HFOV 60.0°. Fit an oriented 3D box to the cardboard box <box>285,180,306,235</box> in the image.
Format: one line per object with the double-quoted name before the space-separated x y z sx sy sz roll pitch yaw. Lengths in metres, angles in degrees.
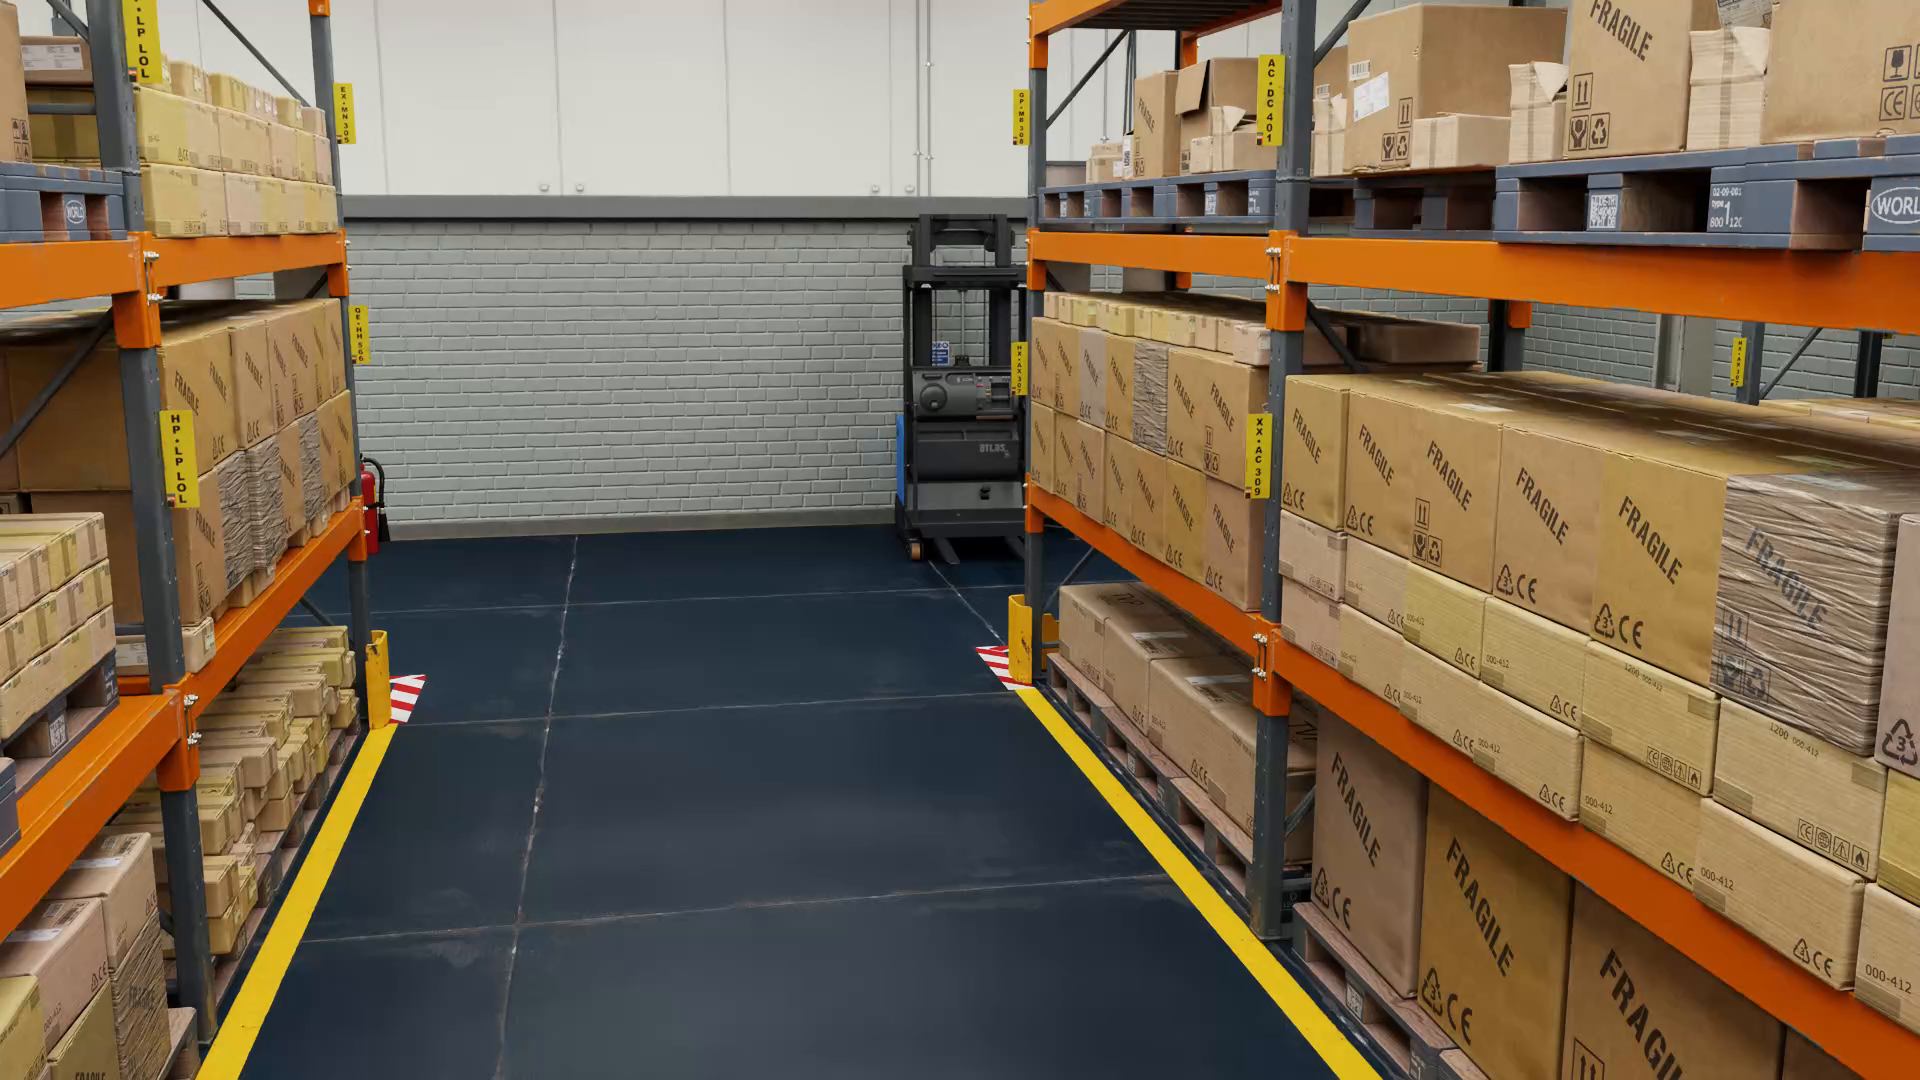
"cardboard box" -3.385 -1.554 7.772 0.500 0.250 0.500 -2 11 -9

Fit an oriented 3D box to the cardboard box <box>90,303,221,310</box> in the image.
"cardboard box" -3.992 -0.915 8.298 0.500 0.500 0.500 -2 11 -9

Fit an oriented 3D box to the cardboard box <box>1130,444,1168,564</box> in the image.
"cardboard box" 1.132 -0.189 7.951 0.500 0.500 0.500 -2 11 -12

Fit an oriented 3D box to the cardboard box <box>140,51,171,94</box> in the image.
"cardboard box" -2.984 -1.634 5.788 0.380 0.149 0.250 -3 11 -13

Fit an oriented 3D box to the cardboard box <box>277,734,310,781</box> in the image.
"cardboard box" -3.212 1.008 7.635 0.380 0.149 0.250 -2 11 -10

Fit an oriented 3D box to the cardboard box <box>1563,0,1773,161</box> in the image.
"cardboard box" 1.842 -1.186 4.045 0.500 0.500 0.500 -2 11 -10

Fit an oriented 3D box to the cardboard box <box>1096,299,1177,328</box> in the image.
"cardboard box" 0.941 -1.204 8.877 0.380 0.149 0.250 -2 11 -10

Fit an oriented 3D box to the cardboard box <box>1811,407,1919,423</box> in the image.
"cardboard box" 5.703 -0.680 10.404 0.500 0.250 0.500 -2 11 -10

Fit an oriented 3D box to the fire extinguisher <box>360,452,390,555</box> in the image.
"fire extinguisher" -3.519 -0.255 9.770 0.296 0.674 0.183 -2 11 -11

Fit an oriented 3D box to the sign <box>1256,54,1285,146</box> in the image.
"sign" 1.147 -1.624 6.142 0.100 0.325 0.005 -2 11 -11

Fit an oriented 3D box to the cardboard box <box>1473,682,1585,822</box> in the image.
"cardboard box" 1.792 0.568 4.647 0.500 0.250 0.500 -2 11 -12

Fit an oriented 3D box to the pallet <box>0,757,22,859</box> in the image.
"pallet" -2.792 0.787 3.606 1.003 0.211 1.213 -2 11 -11

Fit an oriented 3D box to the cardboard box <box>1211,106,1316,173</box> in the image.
"cardboard box" 1.253 -1.646 6.824 0.396 0.266 0.258 -2 11 -9

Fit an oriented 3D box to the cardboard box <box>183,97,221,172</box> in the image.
"cardboard box" -3.095 -1.513 6.220 0.500 0.250 0.500 -2 11 -11

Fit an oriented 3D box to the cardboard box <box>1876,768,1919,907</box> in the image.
"cardboard box" 2.125 0.604 3.117 0.500 0.250 0.500 -2 11 -11

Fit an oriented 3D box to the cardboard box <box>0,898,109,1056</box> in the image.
"cardboard box" -2.665 1.196 4.500 0.500 0.250 0.500 -2 11 -8

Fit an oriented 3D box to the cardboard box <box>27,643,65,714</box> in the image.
"cardboard box" -2.776 0.397 4.691 0.380 0.149 0.250 -2 11 -11

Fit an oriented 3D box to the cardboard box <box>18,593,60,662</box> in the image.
"cardboard box" -2.776 0.251 4.660 0.380 0.149 0.250 -2 11 -9

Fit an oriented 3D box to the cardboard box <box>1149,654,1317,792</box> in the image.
"cardboard box" 1.499 0.891 8.274 0.875 0.438 0.875 -2 11 -13

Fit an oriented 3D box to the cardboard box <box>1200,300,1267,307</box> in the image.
"cardboard box" 1.481 -1.180 8.750 0.380 0.149 0.250 -2 11 -10

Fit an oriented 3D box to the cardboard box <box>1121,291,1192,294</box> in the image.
"cardboard box" 1.179 -1.412 9.969 0.380 0.149 0.250 -2 11 -10

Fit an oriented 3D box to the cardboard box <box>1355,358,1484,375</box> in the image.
"cardboard box" 1.836 -0.514 6.988 0.500 0.500 0.500 -2 11 -11

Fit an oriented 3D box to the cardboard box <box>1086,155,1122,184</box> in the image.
"cardboard box" 0.899 -2.009 9.042 0.380 0.149 0.250 -2 11 -9

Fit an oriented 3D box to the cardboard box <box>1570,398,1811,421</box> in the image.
"cardboard box" 2.211 -0.157 5.111 0.500 0.500 0.500 -2 11 -9

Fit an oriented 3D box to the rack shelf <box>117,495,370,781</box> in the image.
"rack shelf" -3.534 0.307 7.537 1.077 0.370 4.000 -2 11 -11

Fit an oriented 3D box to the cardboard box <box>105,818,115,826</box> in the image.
"cardboard box" -3.605 1.175 6.759 0.380 0.149 0.250 -2 11 -10

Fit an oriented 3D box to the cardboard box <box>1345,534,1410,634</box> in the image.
"cardboard box" 1.629 0.136 5.578 0.500 0.250 0.500 -2 11 -10

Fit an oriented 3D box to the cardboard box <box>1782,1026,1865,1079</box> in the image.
"cardboard box" 2.416 1.564 3.572 0.875 0.875 0.875 -2 11 -12

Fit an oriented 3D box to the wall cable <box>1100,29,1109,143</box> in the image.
"wall cable" 0.268 -4.618 15.448 2.355 3.000 0.029 -2 11 -11

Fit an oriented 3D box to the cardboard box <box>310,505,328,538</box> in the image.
"cardboard box" -3.435 -0.102 8.434 0.380 0.149 0.250 -2 11 -9

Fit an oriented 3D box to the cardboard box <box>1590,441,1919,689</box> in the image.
"cardboard box" 1.914 0.045 4.050 0.500 0.500 0.500 -2 11 -11

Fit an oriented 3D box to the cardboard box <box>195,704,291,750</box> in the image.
"cardboard box" -3.288 0.864 7.597 0.380 0.149 0.250 -2 11 -11

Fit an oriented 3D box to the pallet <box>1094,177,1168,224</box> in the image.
"pallet" 1.308 -1.682 8.277 1.003 0.211 1.213 -2 11 -11

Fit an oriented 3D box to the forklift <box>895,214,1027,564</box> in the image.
"forklift" 0.076 -1.324 14.365 1.130 2.935 3.031 -1 11 -7

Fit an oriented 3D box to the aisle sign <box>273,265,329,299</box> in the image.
"aisle sign" -3.643 -1.714 9.282 0.394 0.787 0.004 -2 11 -11

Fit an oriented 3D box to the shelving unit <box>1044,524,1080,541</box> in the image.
"shelving unit" 1.162 -0.839 15.648 0.538 1.500 1.048 7 13 33

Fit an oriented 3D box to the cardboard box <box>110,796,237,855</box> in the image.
"cardboard box" -3.004 1.099 6.363 0.380 0.149 0.250 -2 11 -8

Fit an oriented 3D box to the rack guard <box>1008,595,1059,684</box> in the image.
"rack guard" 0.908 0.612 10.697 1.175 0.500 0.348 -2 11 -11

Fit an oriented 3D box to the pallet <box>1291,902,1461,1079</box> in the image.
"pallet" 1.915 1.631 6.118 1.003 0.211 1.213 -2 11 -11

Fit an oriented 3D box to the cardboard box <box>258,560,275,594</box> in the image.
"cardboard box" -3.183 0.140 7.161 0.380 0.149 0.250 -2 11 -8

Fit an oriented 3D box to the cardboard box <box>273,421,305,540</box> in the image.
"cardboard box" -3.293 -0.256 7.510 0.500 0.500 0.500 -2 11 -8

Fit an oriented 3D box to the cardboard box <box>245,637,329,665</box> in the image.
"cardboard box" -3.579 0.625 8.854 0.380 0.149 0.250 -2 11 -10

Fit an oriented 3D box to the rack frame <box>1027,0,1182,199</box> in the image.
"rack frame" 0.913 -3.559 9.879 1.000 3.000 0.127 -2 11 -11

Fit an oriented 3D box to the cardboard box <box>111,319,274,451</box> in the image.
"cardboard box" -3.177 -0.645 6.882 0.500 0.500 0.500 -2 11 -10

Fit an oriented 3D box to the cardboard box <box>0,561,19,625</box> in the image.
"cardboard box" -2.723 0.157 4.361 0.380 0.149 0.250 -2 11 -11

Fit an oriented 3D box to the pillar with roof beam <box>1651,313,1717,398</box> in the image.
"pillar with roof beam" 1.918 -4.111 12.779 9.100 9.000 0.400 -2 11 -11

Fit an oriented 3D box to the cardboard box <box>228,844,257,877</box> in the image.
"cardboard box" -3.052 1.344 6.668 0.380 0.149 0.250 -2 11 -11

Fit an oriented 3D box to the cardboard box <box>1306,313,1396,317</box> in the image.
"cardboard box" 1.739 -0.944 7.510 0.380 0.149 0.250 -2 11 -11

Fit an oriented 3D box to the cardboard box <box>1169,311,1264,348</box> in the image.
"cardboard box" 1.184 -0.970 7.650 0.380 0.149 0.250 -2 11 -11

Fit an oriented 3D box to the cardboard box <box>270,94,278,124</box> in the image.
"cardboard box" -3.420 -2.015 7.789 0.380 0.149 0.250 -2 11 -12

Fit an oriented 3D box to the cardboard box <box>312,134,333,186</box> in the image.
"cardboard box" -3.584 -1.983 8.689 0.500 0.250 0.500 -2 11 -13

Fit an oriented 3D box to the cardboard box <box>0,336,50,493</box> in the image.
"cardboard box" -3.502 -0.442 5.813 0.500 0.500 0.500 -3 11 -13

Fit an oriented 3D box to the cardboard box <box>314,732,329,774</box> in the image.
"cardboard box" -3.328 1.055 8.188 0.380 0.149 0.250 -3 11 -14

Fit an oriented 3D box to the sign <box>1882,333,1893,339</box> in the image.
"sign" 6.329 -1.533 11.341 0.100 0.325 0.005 -2 11 -11

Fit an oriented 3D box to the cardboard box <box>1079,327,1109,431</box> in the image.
"cardboard box" 0.942 -0.865 8.829 0.500 0.500 0.500 -2 11 -11

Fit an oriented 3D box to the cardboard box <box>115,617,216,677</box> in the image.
"cardboard box" -2.879 0.380 5.902 0.380 0.149 0.250 -2 11 -9

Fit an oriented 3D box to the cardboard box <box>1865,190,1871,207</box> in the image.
"cardboard box" 5.718 -2.155 10.132 0.500 0.250 0.500 -2 11 -10

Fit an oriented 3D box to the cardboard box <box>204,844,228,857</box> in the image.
"cardboard box" -3.039 1.247 6.379 0.380 0.149 0.250 -2 11 -11

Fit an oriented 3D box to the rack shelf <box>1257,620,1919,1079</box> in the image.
"rack shelf" 2.080 0.842 4.726 1.077 0.370 4.000 -2 11 -11
